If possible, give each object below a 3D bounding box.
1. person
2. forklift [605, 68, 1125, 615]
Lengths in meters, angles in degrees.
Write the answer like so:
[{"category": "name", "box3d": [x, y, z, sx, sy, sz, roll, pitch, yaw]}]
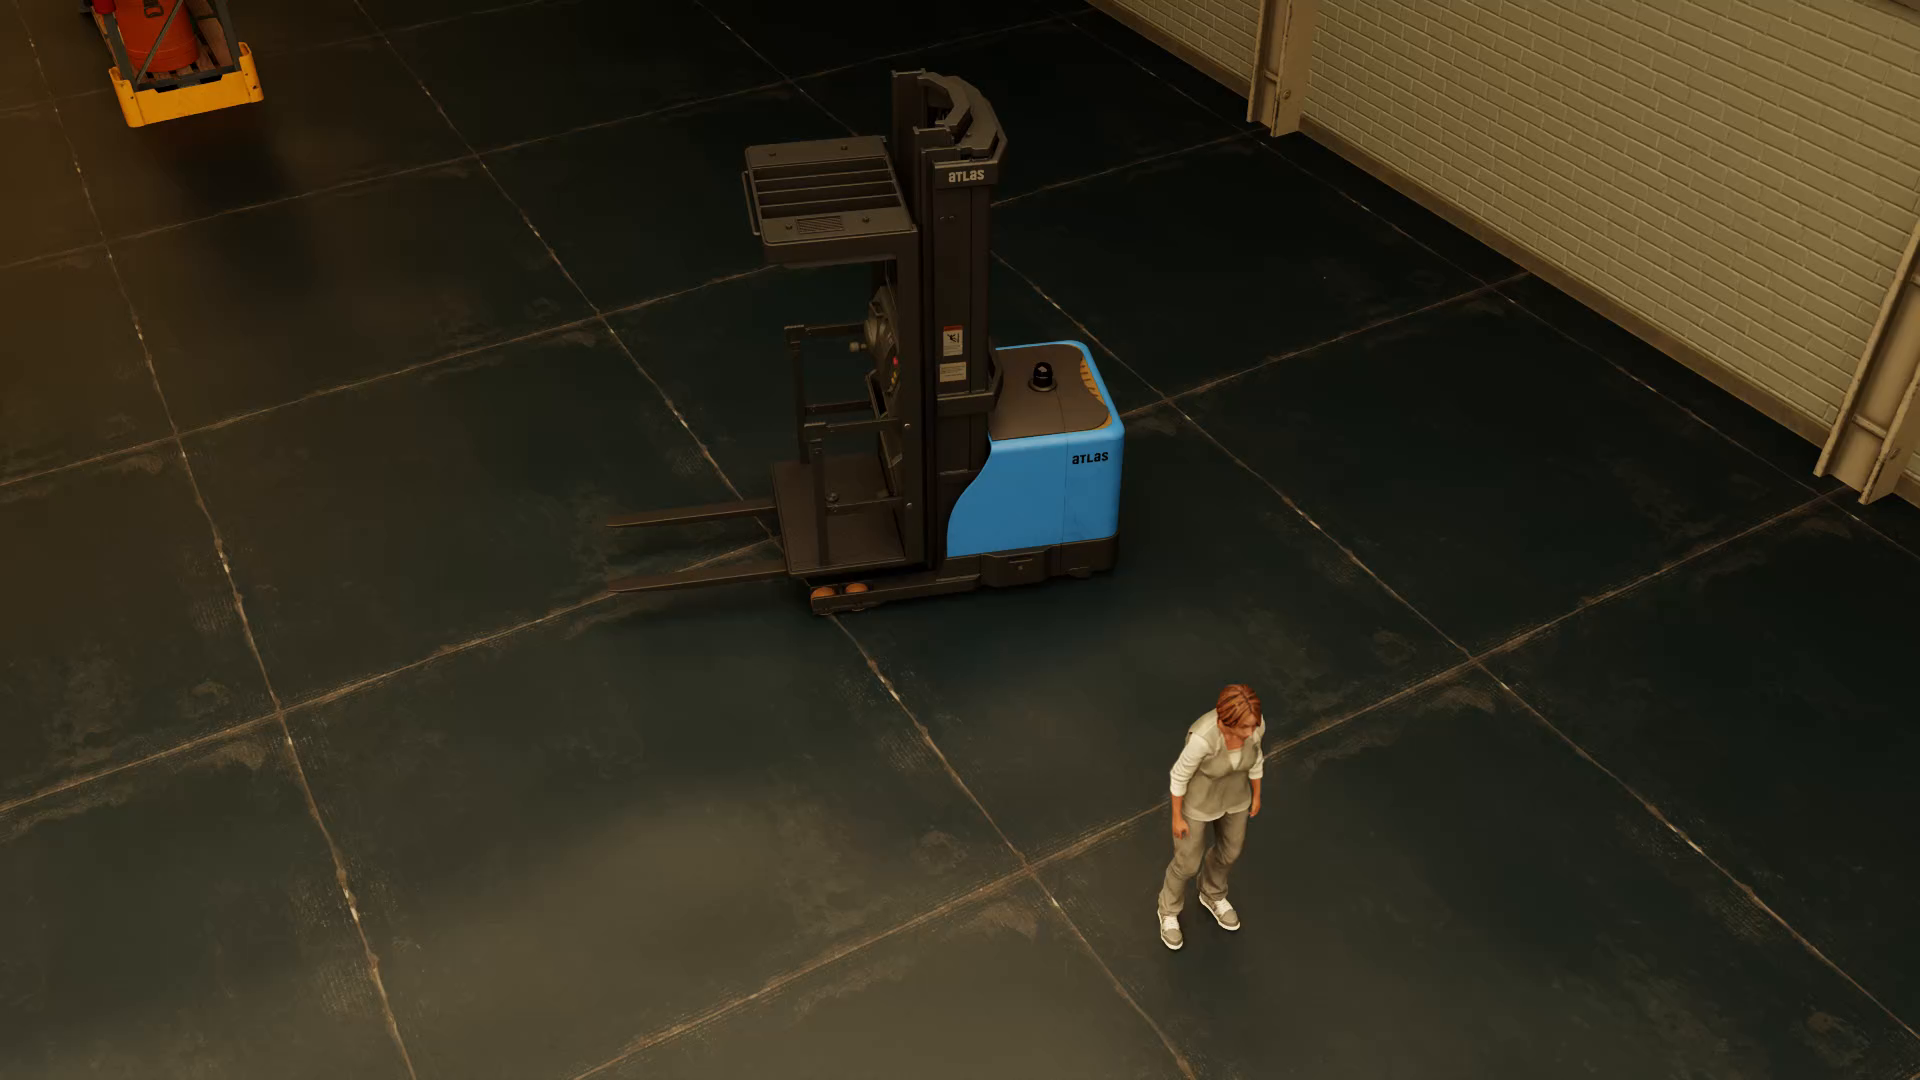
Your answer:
[{"category": "person", "box3d": [1.166, 1.219, 7.615, 0.470, 1.593, 0.350, -14, 42, -16]}, {"category": "forklift", "box3d": [-0.615, -1.053, 9.306, 3.031, 2.935, 1.130, -7, 40, -8]}]
